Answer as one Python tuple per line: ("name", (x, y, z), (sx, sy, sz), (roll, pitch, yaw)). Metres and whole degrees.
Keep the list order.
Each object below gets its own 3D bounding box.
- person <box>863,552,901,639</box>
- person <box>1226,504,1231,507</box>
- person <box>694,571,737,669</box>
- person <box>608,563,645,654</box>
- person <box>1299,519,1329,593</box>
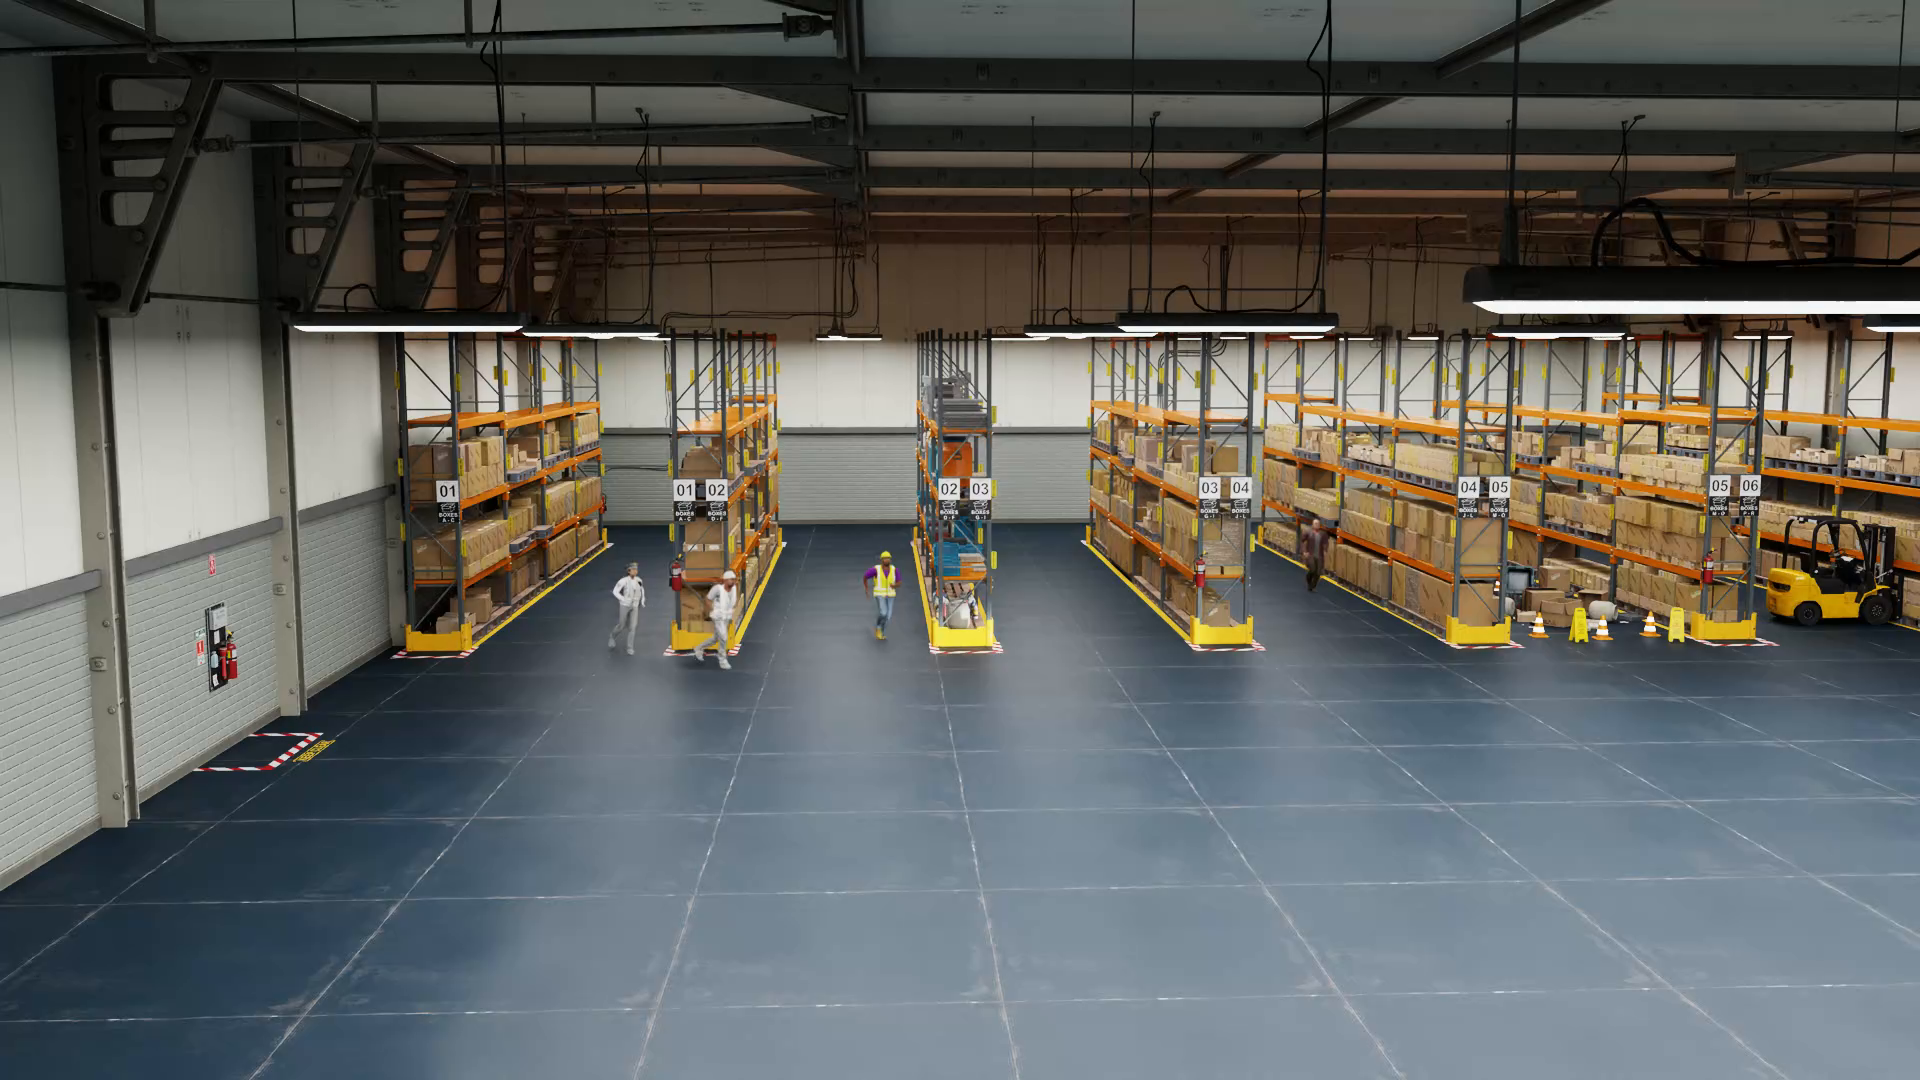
("person", (-1.459, 1.075, 32.099), (0.694, 1.703, 0.641), (-3, 7, -23))
("person", (7.715, -0.801, 48.063), (0.667, 1.779, 0.806), (6, 9, 42))
("person", (-4.336, 1.399, 29.643), (0.916, 1.755, 0.696), (5, 8, 34))
("person", (-6.133, 1.245, 30.993), (0.674, 1.655, 0.900), (-4, 8, -33))
("person", (8.144, 0.383, 38.145), (0.660, 1.715, 0.653), (-1, 7, -5))
